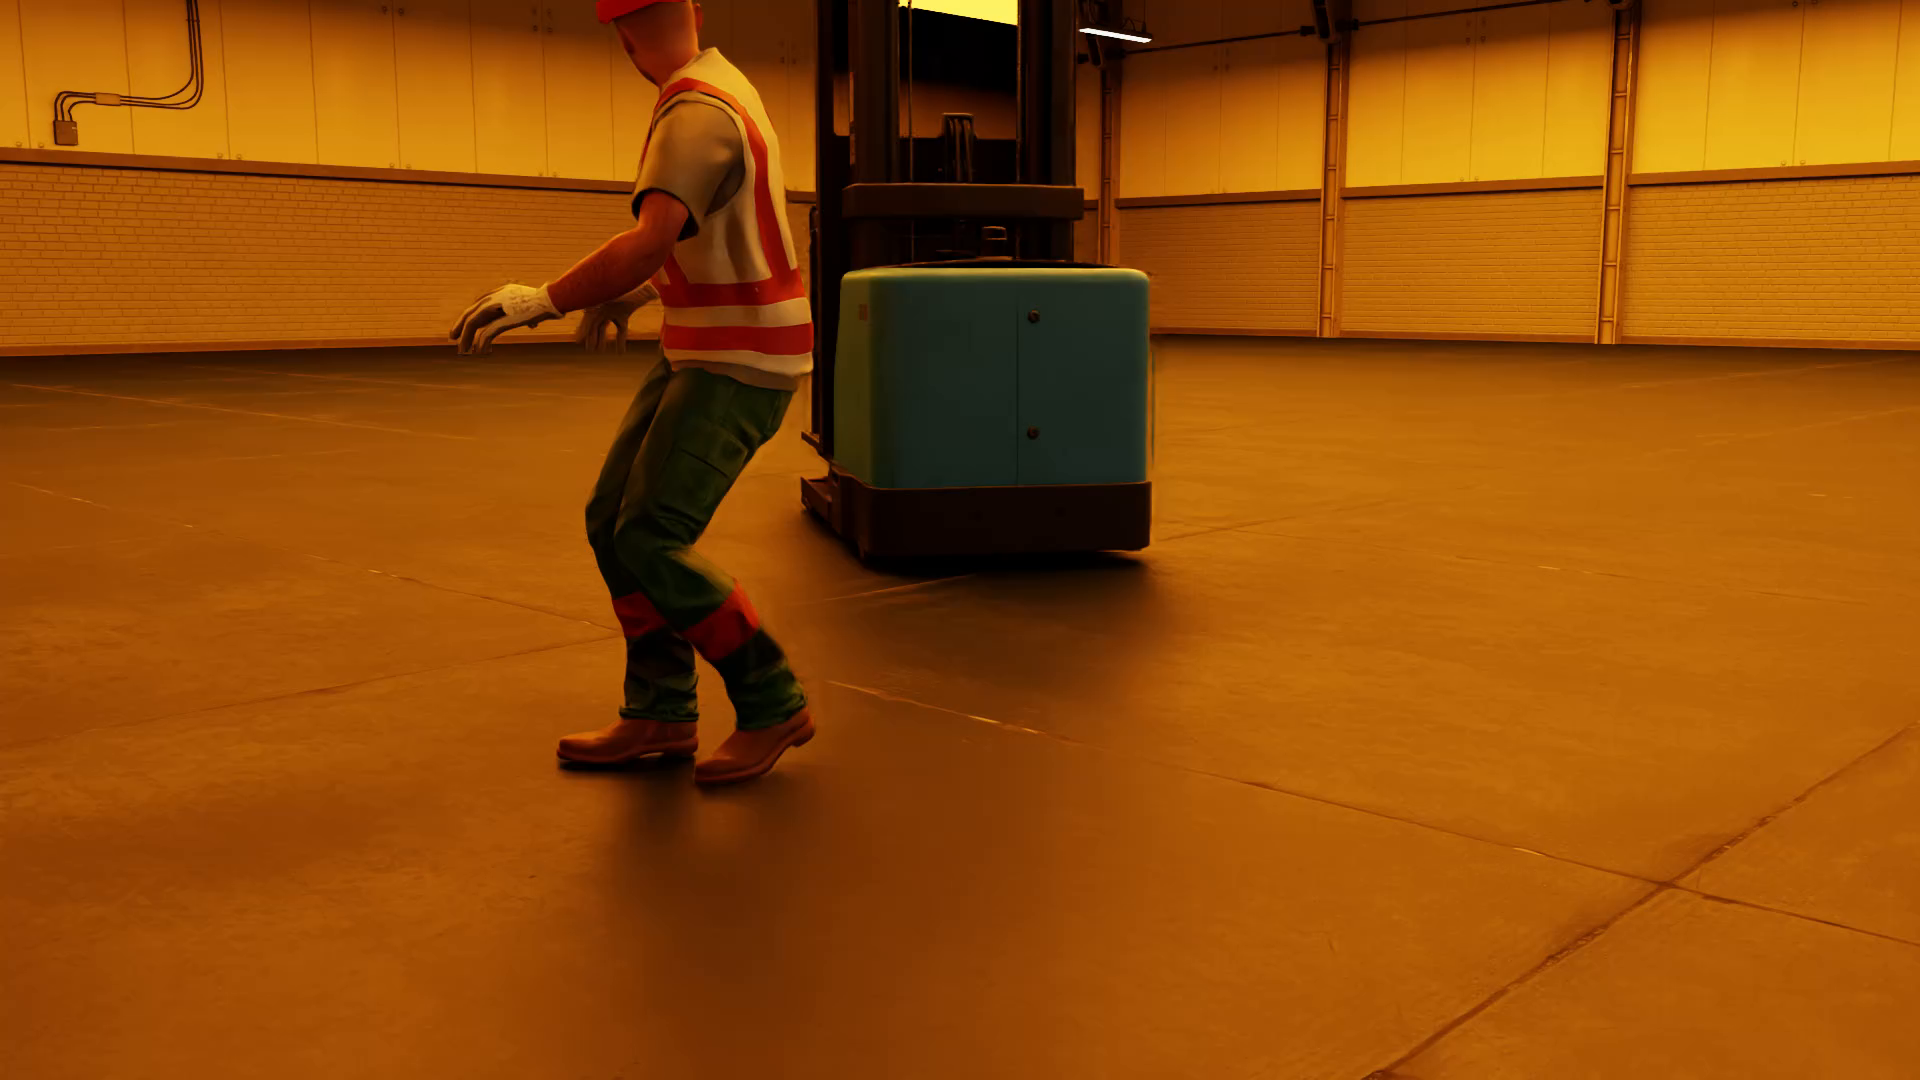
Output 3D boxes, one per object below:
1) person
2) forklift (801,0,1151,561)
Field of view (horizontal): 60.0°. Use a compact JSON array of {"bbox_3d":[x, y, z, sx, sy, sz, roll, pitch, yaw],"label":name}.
[{"bbox_3d":[-0.668,-0.360,3.442,0.726,1.686,0.821,-2,9,-15],"label":"person"},{"bbox_3d":[-0.108,-1.553,7.185,1.130,2.935,3.031,-2,9,-12],"label":"forklift"}]
